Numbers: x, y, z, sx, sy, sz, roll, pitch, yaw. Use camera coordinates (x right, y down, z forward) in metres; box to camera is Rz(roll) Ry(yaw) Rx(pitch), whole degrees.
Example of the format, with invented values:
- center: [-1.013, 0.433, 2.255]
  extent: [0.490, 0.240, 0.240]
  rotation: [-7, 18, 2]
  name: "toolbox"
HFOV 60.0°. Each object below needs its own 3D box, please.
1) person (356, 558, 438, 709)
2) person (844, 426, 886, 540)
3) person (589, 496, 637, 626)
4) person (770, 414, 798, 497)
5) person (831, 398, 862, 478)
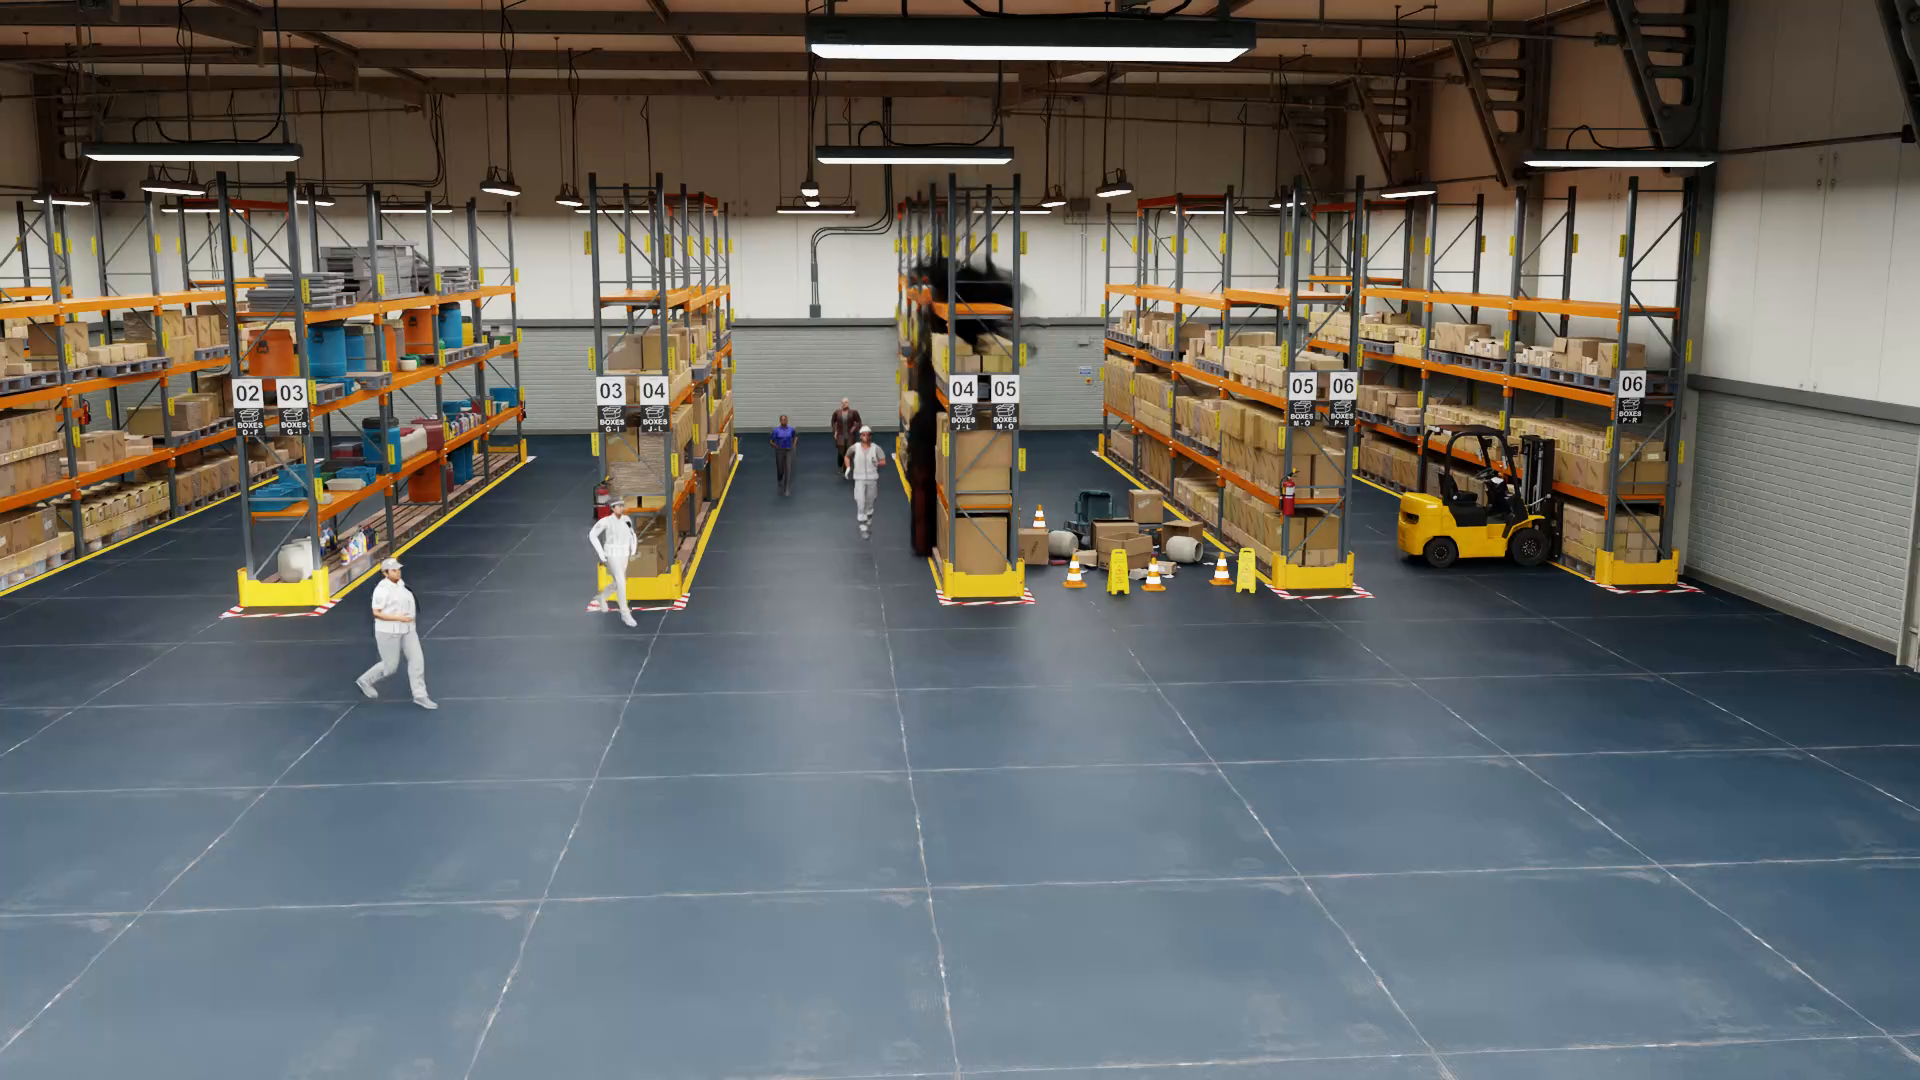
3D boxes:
- center: [-6.187, 1.020, 18.191]
  extent: [0.931, 1.676, 0.619]
  rotation: [3, 11, 18]
  name: "person"
- center: [-1.530, -0.950, 27.094]
  extent: [0.658, 1.811, 0.909]
  rotation: [-2, 10, -11]
  name: "person"
- center: [-4.603, 0.241, 22.222]
  extent: [0.882, 1.709, 0.636]
  rotation: [8, 13, 38]
  name: "person"
- center: [-3.570, -1.733, 33.816]
  extent: [0.579, 1.649, 0.851]
  rotation: [-2, 10, -12]
  name: "person"
- center: [-2.479, -2.214, 36.215]
  extent: [0.691, 1.747, 0.645]
  rotation: [0, 10, 0]
  name: "person"
